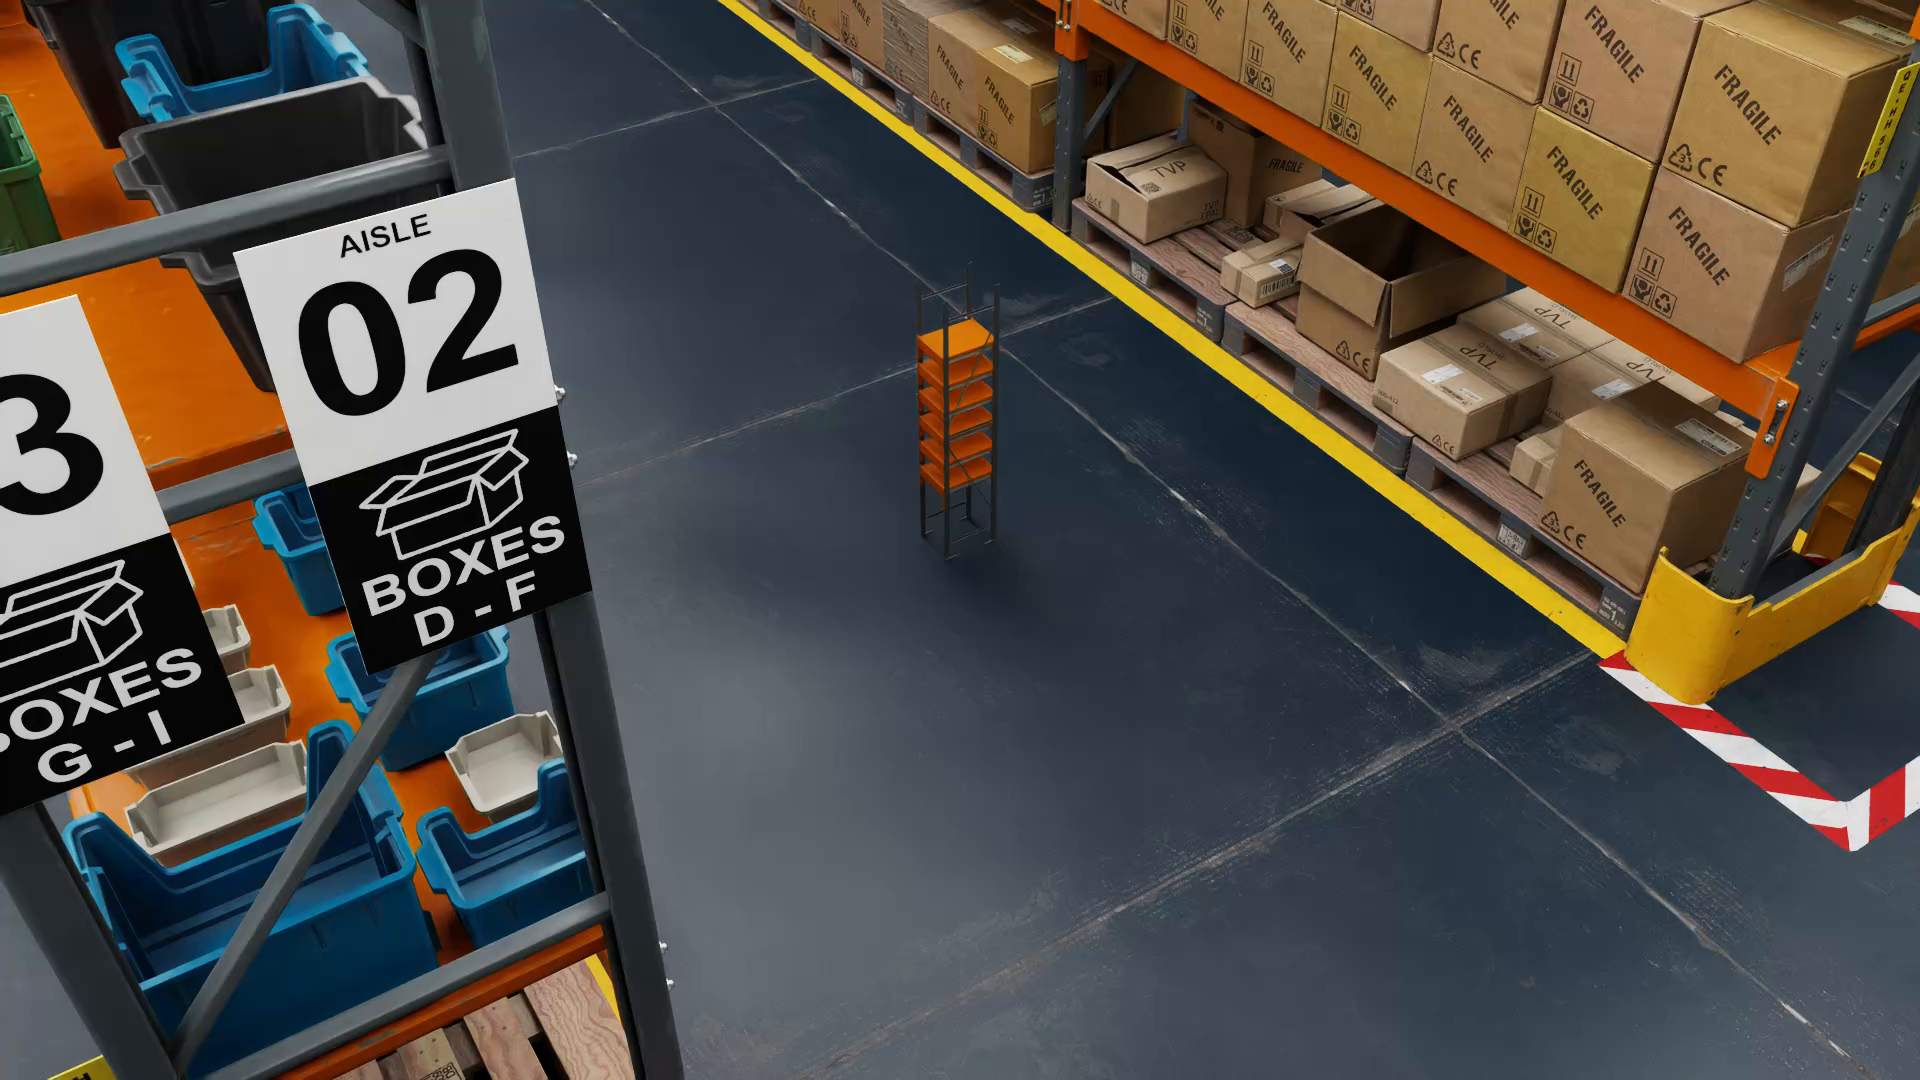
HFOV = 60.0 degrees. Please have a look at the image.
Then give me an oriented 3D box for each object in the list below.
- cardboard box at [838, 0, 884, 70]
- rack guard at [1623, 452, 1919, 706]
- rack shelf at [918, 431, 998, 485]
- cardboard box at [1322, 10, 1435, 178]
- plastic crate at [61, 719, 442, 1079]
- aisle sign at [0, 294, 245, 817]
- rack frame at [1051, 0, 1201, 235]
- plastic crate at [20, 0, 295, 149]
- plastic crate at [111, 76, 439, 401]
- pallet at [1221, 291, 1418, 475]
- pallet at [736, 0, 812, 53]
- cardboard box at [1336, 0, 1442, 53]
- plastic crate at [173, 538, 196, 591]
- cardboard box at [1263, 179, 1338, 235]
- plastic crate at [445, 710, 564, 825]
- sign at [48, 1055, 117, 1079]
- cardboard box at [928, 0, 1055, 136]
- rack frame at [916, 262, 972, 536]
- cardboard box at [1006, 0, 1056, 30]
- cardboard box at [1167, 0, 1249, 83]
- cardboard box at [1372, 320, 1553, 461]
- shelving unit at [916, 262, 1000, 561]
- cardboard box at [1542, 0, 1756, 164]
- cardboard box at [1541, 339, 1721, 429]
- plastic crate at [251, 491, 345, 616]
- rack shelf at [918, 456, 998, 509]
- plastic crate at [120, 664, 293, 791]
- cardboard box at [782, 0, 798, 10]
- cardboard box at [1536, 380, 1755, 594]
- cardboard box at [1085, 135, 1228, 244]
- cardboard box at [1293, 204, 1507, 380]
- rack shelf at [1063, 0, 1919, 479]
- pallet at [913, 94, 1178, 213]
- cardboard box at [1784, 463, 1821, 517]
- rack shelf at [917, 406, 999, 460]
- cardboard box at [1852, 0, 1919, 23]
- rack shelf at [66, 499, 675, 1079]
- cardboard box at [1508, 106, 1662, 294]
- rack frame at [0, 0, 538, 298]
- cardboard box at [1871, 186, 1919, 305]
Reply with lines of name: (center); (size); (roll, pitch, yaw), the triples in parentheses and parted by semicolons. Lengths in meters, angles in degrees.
cardboard box: (-0.376, -3.138, 9.782); (0.500, 0.500, 0.500); (-24, 45, -26)
rack guard: (3.044, 0.130, 6.203); (1.175, 0.500, 0.348); (-22, 45, -24)
rack shelf: (-0.008, -0.342, 6.481); (0.258, 0.103, 0.180); (-22, 45, -24)
cardboard box: (1.798, -1.797, 6.486); (0.500, 0.500, 0.500); (-23, 45, -25)
plastic crate: (-1.431, 0.761, 3.419); (0.616, 0.435, 0.499); (-22, 45, -24)
aisle sign: (-1.302, 0.055, 2.310); (0.394, 0.787, 0.004); (-22, 45, -24)
rack frame: (0.934, -2.948, 7.944); (1.000, 3.000, 0.127); (-22, 45, -24)
plastic crate: (-1.683, -1.134, 3.472); (0.504, 0.338, 0.767); (-22, 45, -24)
plastic crate: (-1.066, -0.492, 2.756); (0.497, 0.269, 0.590); (-22, 45, -24)
pallet: (1.962, -0.846, 7.601); (1.003, 0.211, 1.213); (-22, 45, -24)
pallet: (-0.847, -3.619, 10.929); (1.003, 0.211, 1.213); (-22, 45, -24)
cardboard box: (1.782, -2.185, 6.170); (0.500, 0.500, 0.500); (-21, 44, -23)
plastic crate: (-2.174, 0.158, 4.376); (0.298, 0.136, 0.250); (-22, 45, -24)
cardboard box: (1.732, -1.630, 8.246); (0.380, 0.149, 0.250); (-22, 45, -24)
plastic crate: (-1.052, 0.544, 3.913); (0.250, 0.136, 0.298); (-22, 45, -24)
sign: (-1.549, 1.050, 3.020); (0.100, 0.325, 0.005); (-22, 45, -24)
cardboard box: (0.168, -2.594, 9.129); (0.500, 0.500, 0.500); (-22, 45, -24)
rack frame: (-0.057, -0.518, 6.435); (0.240, 1.200, 0.006); (-22, 45, -24)
cardboard box: (0.583, -2.786, 9.359); (0.500, 0.500, 0.500); (-22, 44, -24)
cardboard box: (1.256, -2.342, 7.139); (0.500, 0.500, 0.500); (-21, 44, -24)
cardboard box: (2.099, -0.633, 6.971); (0.500, 0.250, 0.500); (-22, 45, -24)
shelving unit: (-0.008, -0.469, 6.375); (0.258, 1.200, 0.189); (-22, 45, -24)
cardboard box: (2.341, -1.629, 5.503); (0.500, 0.500, 0.500); (-21, 44, -23)
cardboard box: (2.763, -0.562, 6.886); (0.500, 0.250, 0.500); (-22, 45, -24)
plastic crate: (-1.657, -0.002, 4.493); (0.416, 0.233, 0.300); (-22, 45, -24)
rack shelf: (-0.008, -0.250, 6.557); (0.258, 0.103, 0.180); (-22, 45, -24)
plastic crate: (-1.828, 0.453, 4.022); (0.396, 0.136, 0.243); (-22, 45, -24)
cardboard box: (-0.927, -3.691, 10.445); (0.500, 0.500, 0.500); (-24, 45, -26)
cardboard box: (2.585, -0.206, 6.263); (0.500, 0.500, 0.500); (-22, 45, -24)
cardboard box: (0.977, -1.783, 8.303); (0.500, 0.311, 0.500); (-22, 45, -24)
cardboard box: (1.948, -1.145, 7.388); (0.797, 0.503, 0.637); (-22, 45, -24)
rack shelf: (2.009, -1.592, 6.879); (1.077, 0.370, 4.000); (-22, 45, -24)
pallet: (0.465, -2.302, 9.348); (1.003, 0.211, 1.213); (-22, 45, -24)
cardboard box: (3.149, -0.207, 6.538); (0.380, 0.149, 0.250); (-22, 45, -24)
rack shelf: (-0.008, -0.435, 6.404); (0.258, 0.103, 0.180); (-22, 45, -24)
cardboard box: (3.068, -1.542, 5.398); (0.500, 0.500, 0.500); (-21, 44, -23)
rack shelf: (-2.169, 0.111, 4.835); (1.077, 0.370, 4.000); (-22, 45, -24)
cardboard box: (2.332, -1.254, 5.834); (0.500, 0.500, 0.500); (-22, 45, -24)
rack frame: (-1.094, -1.391, 1.389); (1.000, 3.000, 0.127); (-22, 45, -24)
cardboard box: (3.068, -1.157, 5.718); (0.500, 0.500, 0.500); (-21, 44, -24)
